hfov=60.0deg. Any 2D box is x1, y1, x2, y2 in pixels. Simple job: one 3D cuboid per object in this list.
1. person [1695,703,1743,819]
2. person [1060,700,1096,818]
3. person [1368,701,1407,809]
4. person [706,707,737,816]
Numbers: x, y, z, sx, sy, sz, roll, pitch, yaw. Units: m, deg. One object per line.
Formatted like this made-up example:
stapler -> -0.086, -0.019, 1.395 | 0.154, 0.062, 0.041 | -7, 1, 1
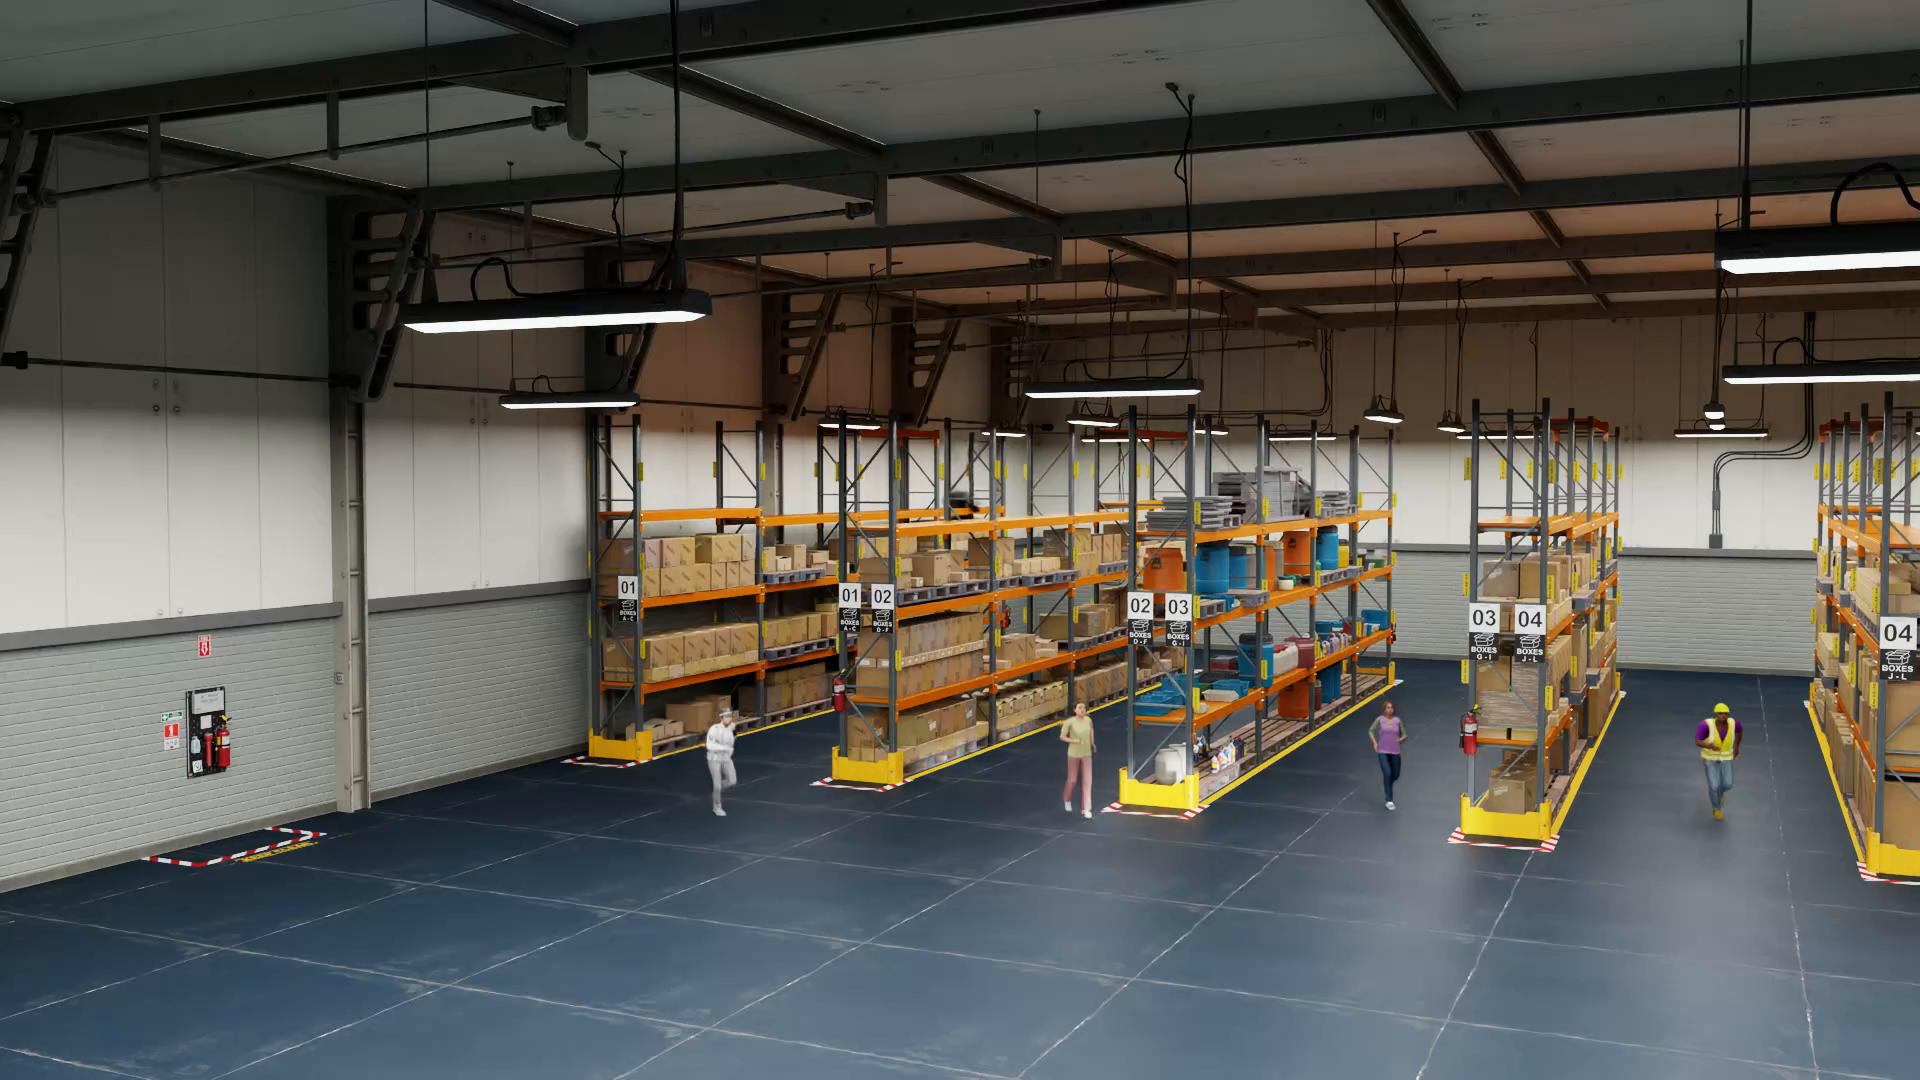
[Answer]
person -> 10.940, 3.181, 23.929 | 0.680, 1.693, 0.702 | 1, 2, 14
person -> 1.725, 3.144, 24.149 | 0.588, 1.661, 0.878 | -1, 2, -15
person -> 6.401, 3.186, 24.873 | 0.548, 1.569, 0.813 | 0, 2, 1
person -> -3.423, 3.211, 24.127 | 0.597, 1.628, 0.652 | -2, 3, -37
